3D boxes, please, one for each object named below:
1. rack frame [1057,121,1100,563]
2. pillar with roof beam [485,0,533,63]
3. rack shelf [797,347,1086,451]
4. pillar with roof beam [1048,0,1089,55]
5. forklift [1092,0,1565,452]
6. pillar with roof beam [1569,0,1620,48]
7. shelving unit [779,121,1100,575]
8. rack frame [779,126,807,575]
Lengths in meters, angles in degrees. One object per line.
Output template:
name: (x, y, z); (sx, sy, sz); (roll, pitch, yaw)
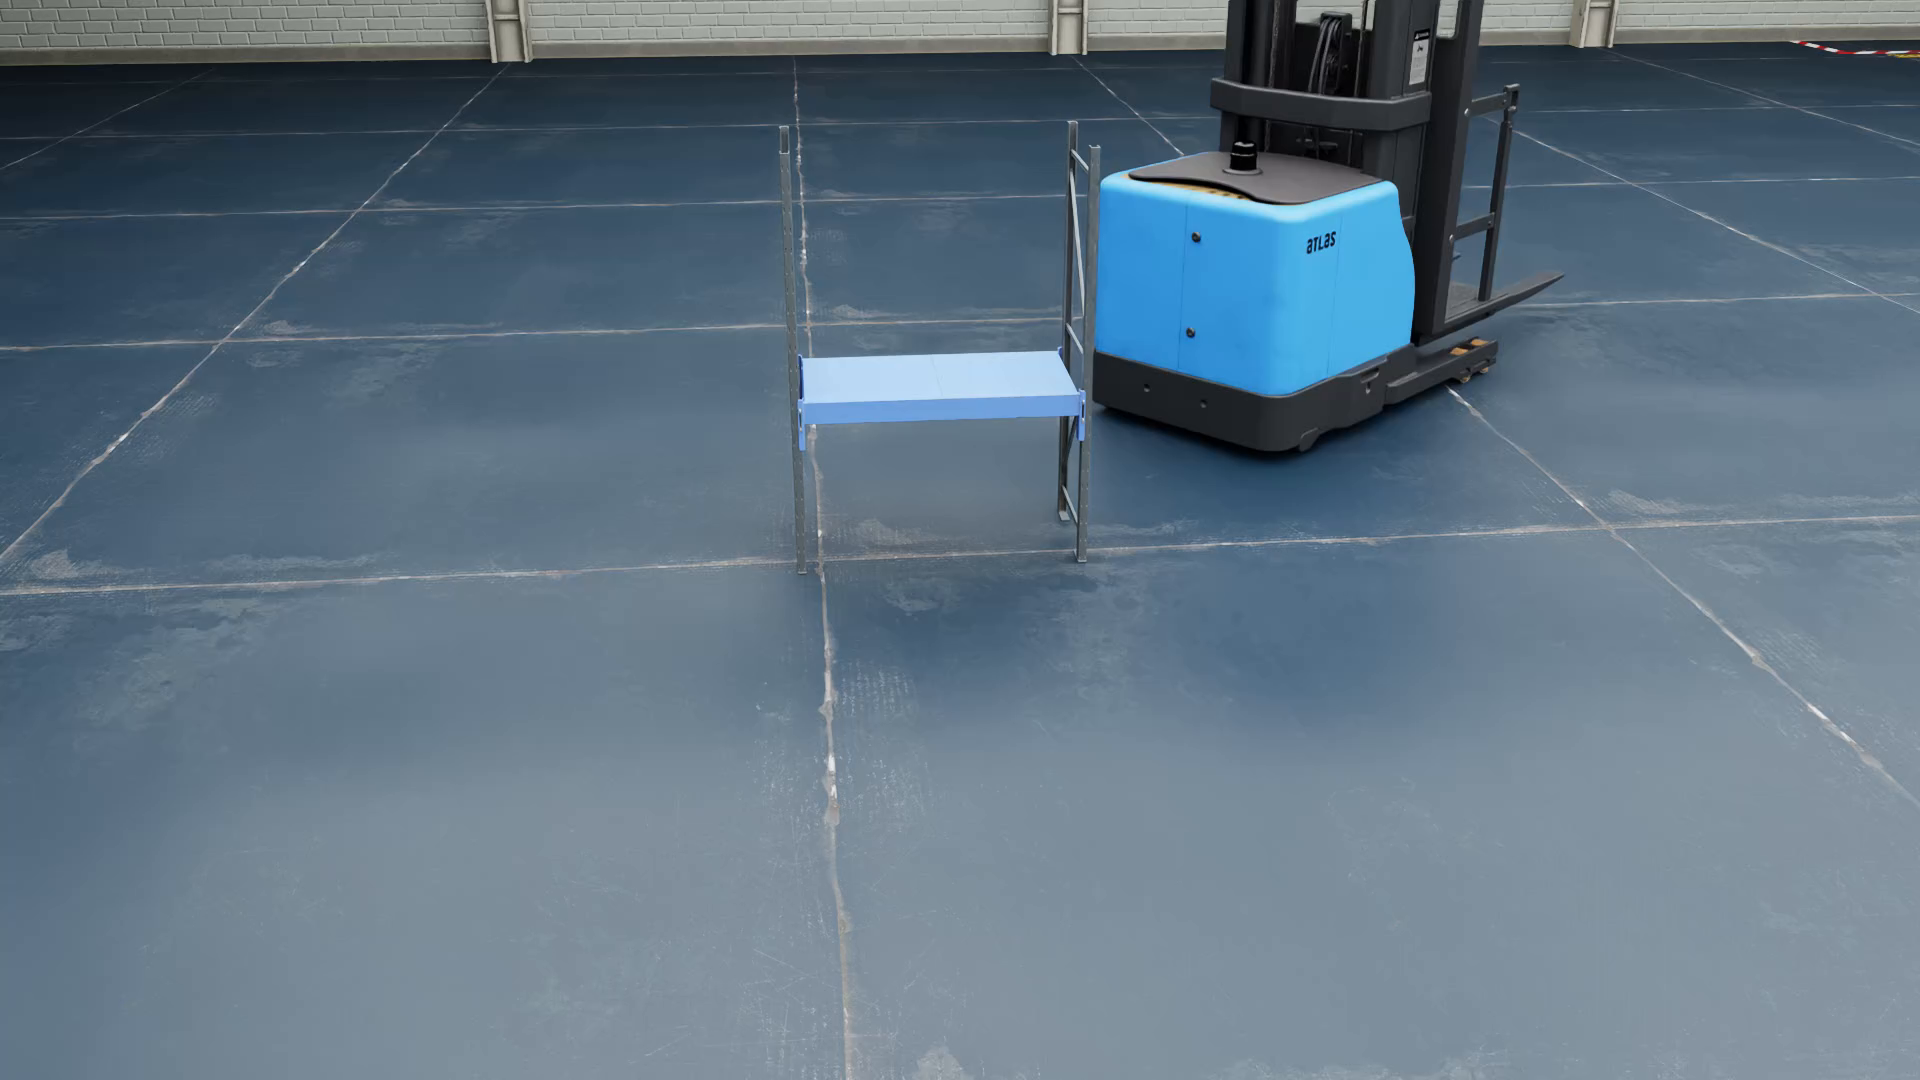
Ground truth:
rack frame: (0.421, -0.702, 5.983); (0.032, 1.500, 0.500); (-2, 24, -5)
pillar with roof beam: (-4.365, -7.507, 12.060); (0.400, 9.000, 9.100); (-2, 24, -5)
rack shelf: (-0.085, -0.518, 6.011); (1.000, 0.185, 0.538); (-2, 24, -5)
pillar with roof beam: (1.606, -7.746, 12.598); (0.400, 9.000, 9.100); (-2, 24, -5)
forklift: (1.962, -2.214, 7.624); (1.130, 2.935, 3.031); (21, 31, 39)
pillar with roof beam: (7.576, -7.986, 13.137); (0.400, 9.000, 9.100); (-2, 24, -5)
shelving unit: (-0.085, -0.682, 5.938); (1.048, 1.500, 0.538); (-2, 24, -5)
rack frame: (-0.591, -0.662, 5.892); (0.032, 1.500, 0.500); (-2, 24, -5)
